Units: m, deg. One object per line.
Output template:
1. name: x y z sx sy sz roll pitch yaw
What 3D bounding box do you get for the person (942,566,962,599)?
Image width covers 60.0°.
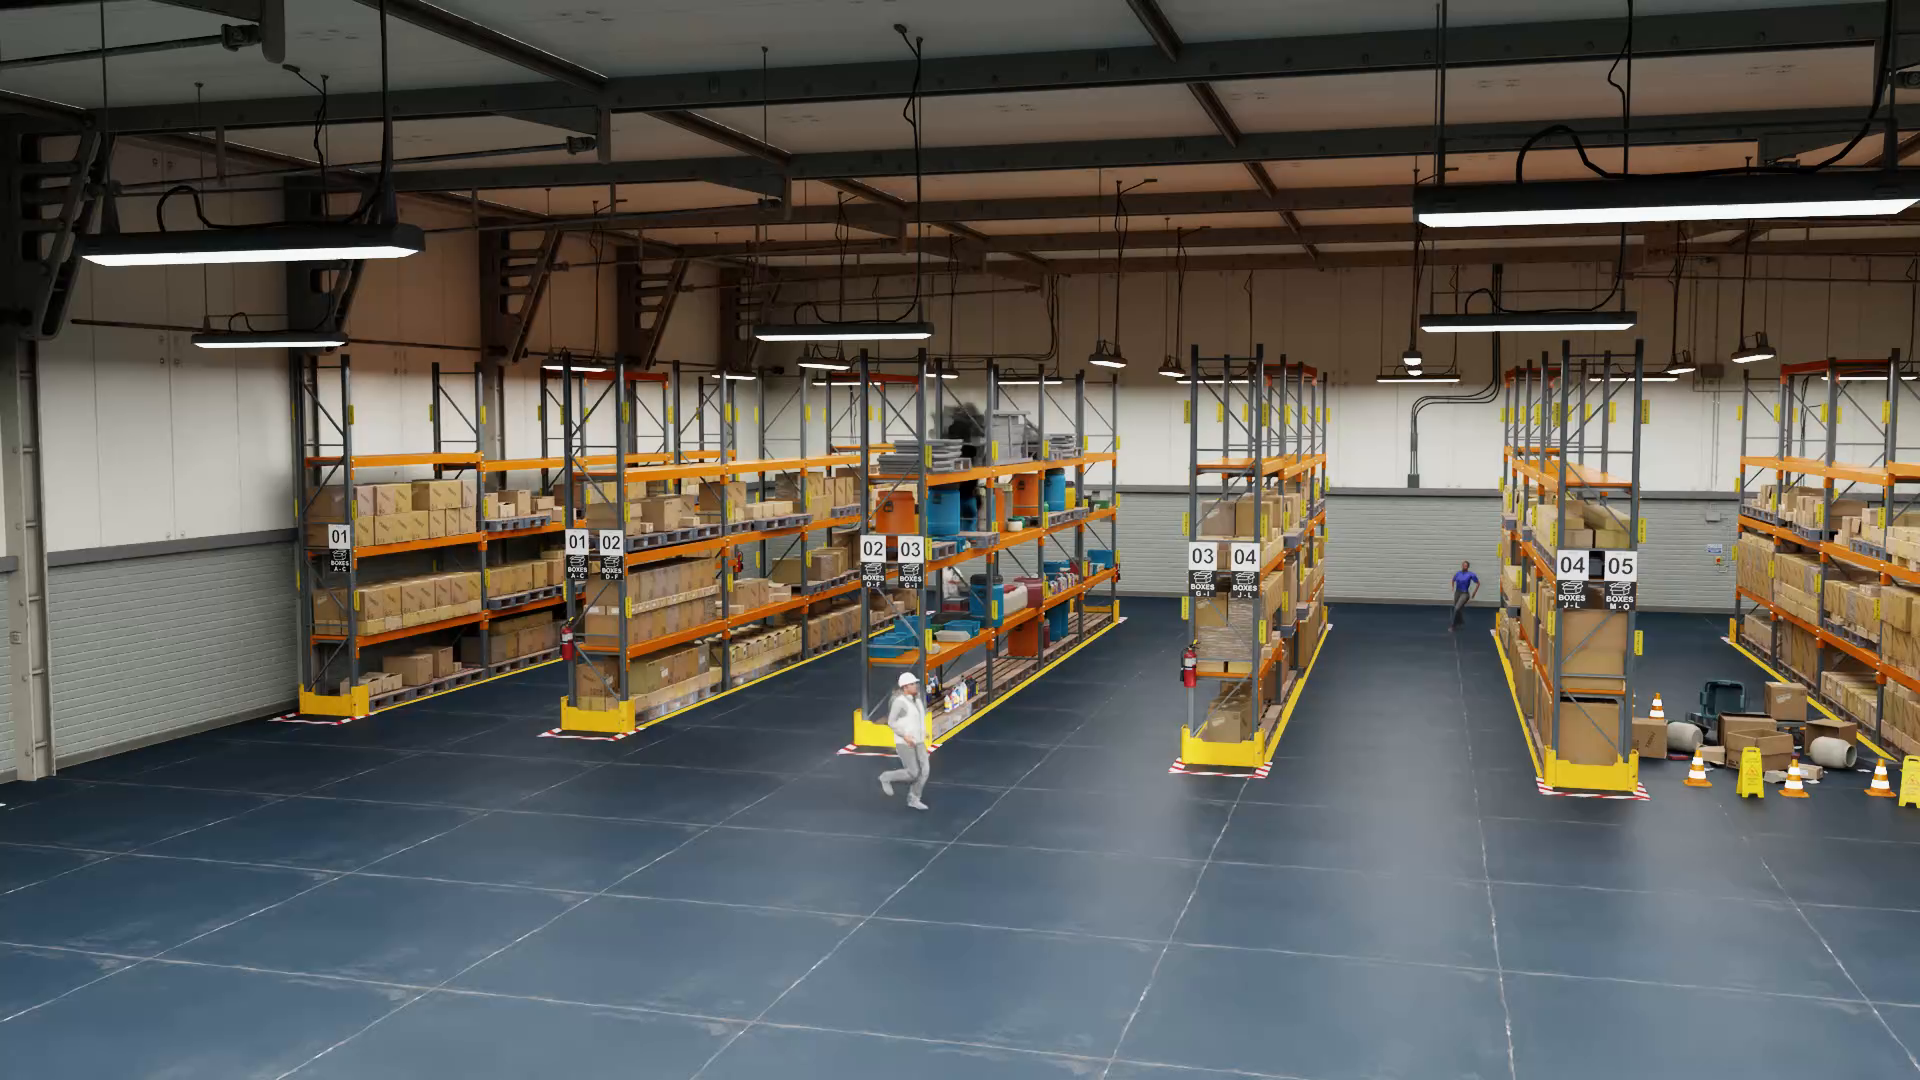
1. person: -0.233 1.255 38.919 0.599 1.707 0.764 1 4 12

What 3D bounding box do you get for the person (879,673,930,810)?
1. person: -0.686 2.558 21.239 0.674 1.741 0.647 3 5 33

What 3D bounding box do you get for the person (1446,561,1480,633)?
1. person: 11.590 1.308 38.426 0.838 1.670 0.643 -4 6 -40
